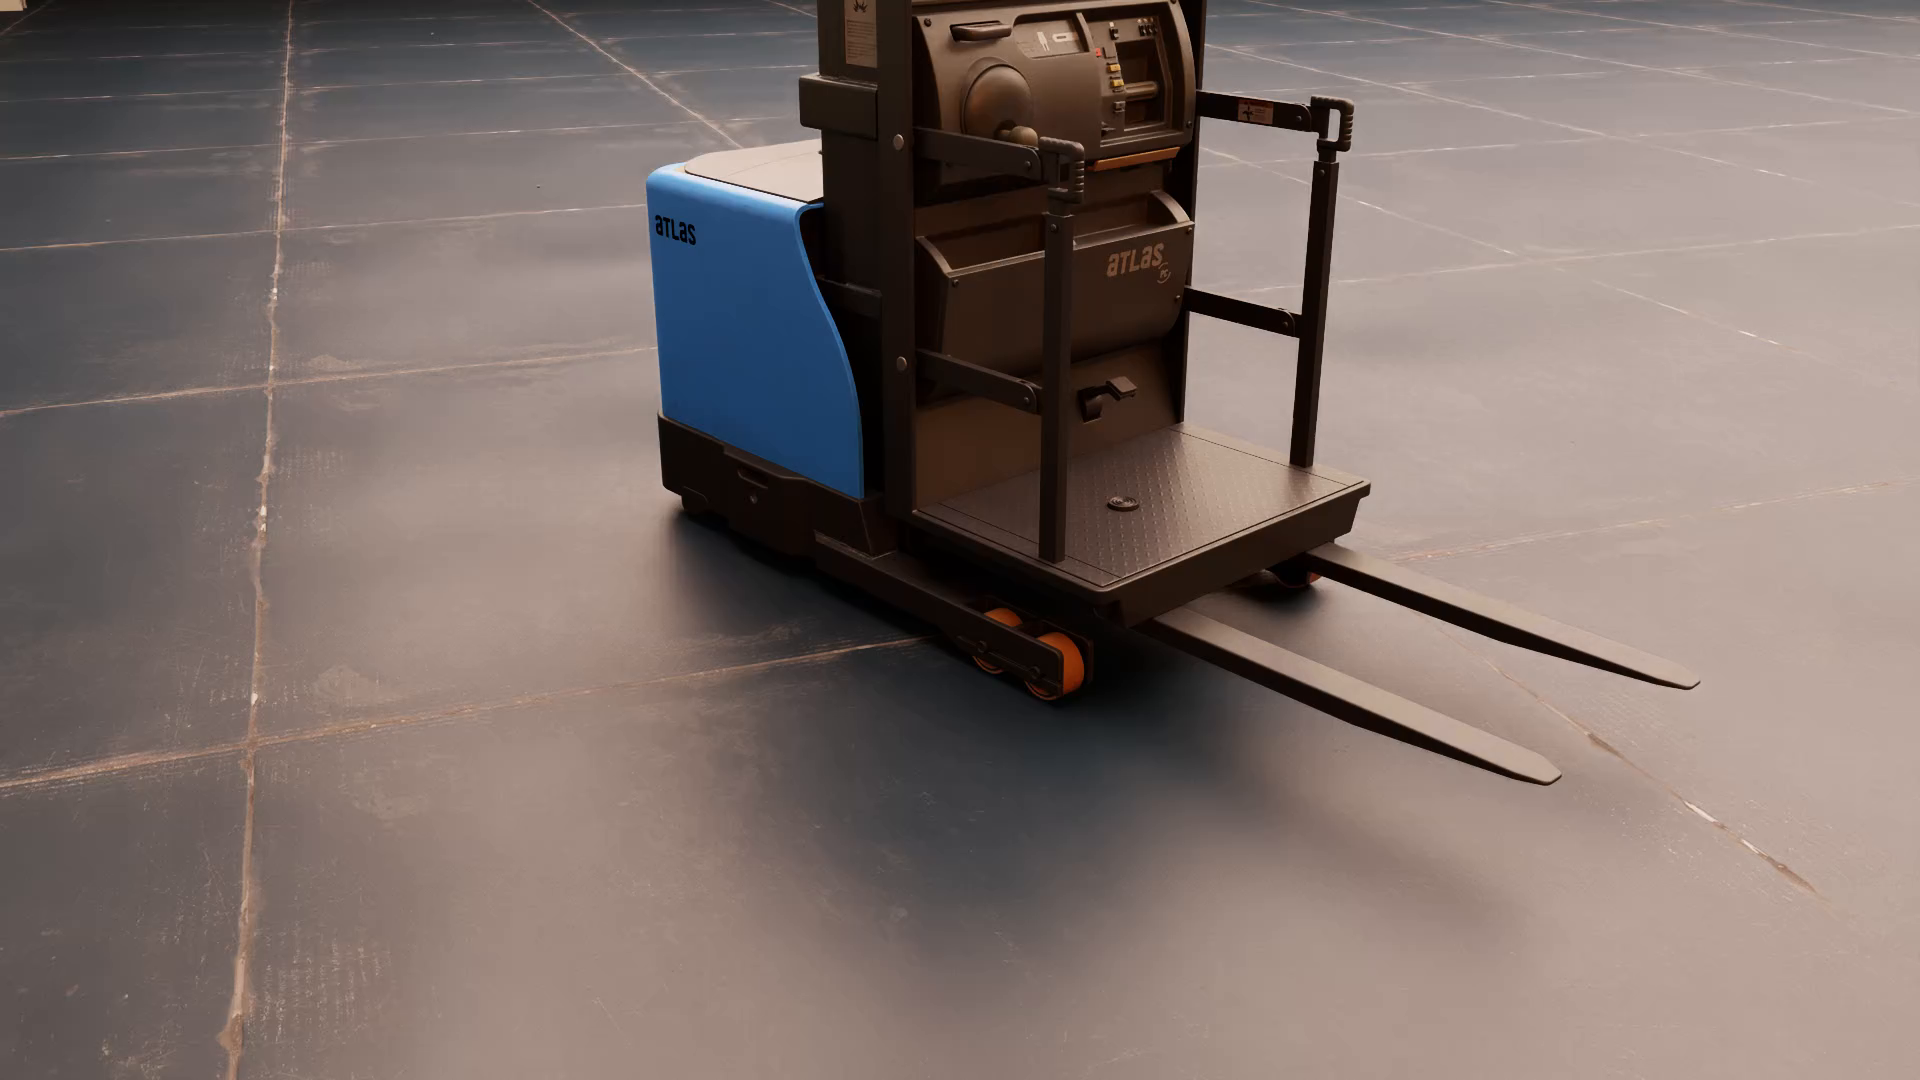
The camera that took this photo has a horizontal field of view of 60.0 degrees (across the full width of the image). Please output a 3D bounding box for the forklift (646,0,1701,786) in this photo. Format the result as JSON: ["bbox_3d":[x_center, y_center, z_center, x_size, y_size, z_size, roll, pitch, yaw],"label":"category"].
[{"bbox_3d":[0.409,-1.176,4.096,1.130,2.935,3.031,-19,30,-38],"label":"forklift"}]
